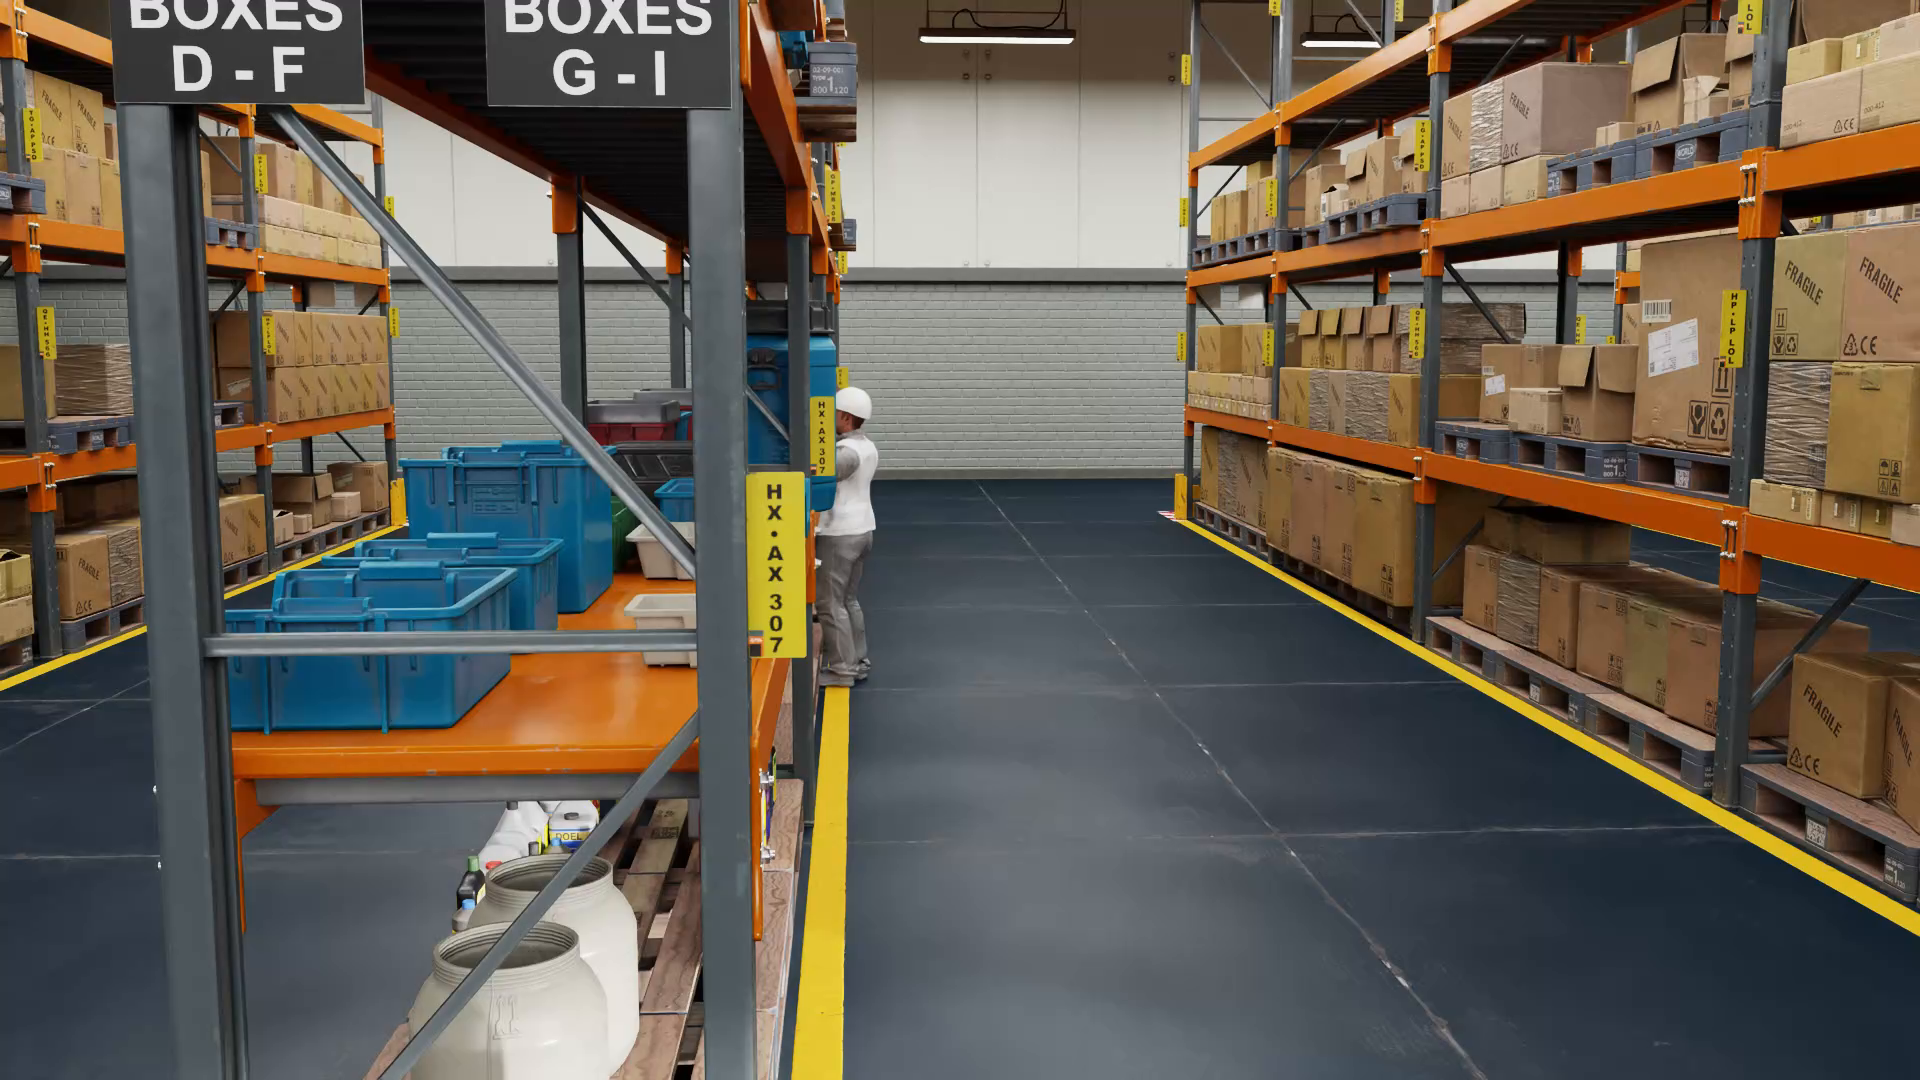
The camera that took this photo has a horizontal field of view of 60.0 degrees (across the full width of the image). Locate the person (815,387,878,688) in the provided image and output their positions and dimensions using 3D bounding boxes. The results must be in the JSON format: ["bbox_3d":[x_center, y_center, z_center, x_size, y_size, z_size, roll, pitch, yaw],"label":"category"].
[{"bbox_3d":[-0.791,-0.024,9.869,0.560,1.762,0.494,2,7,15],"label":"person"}]
